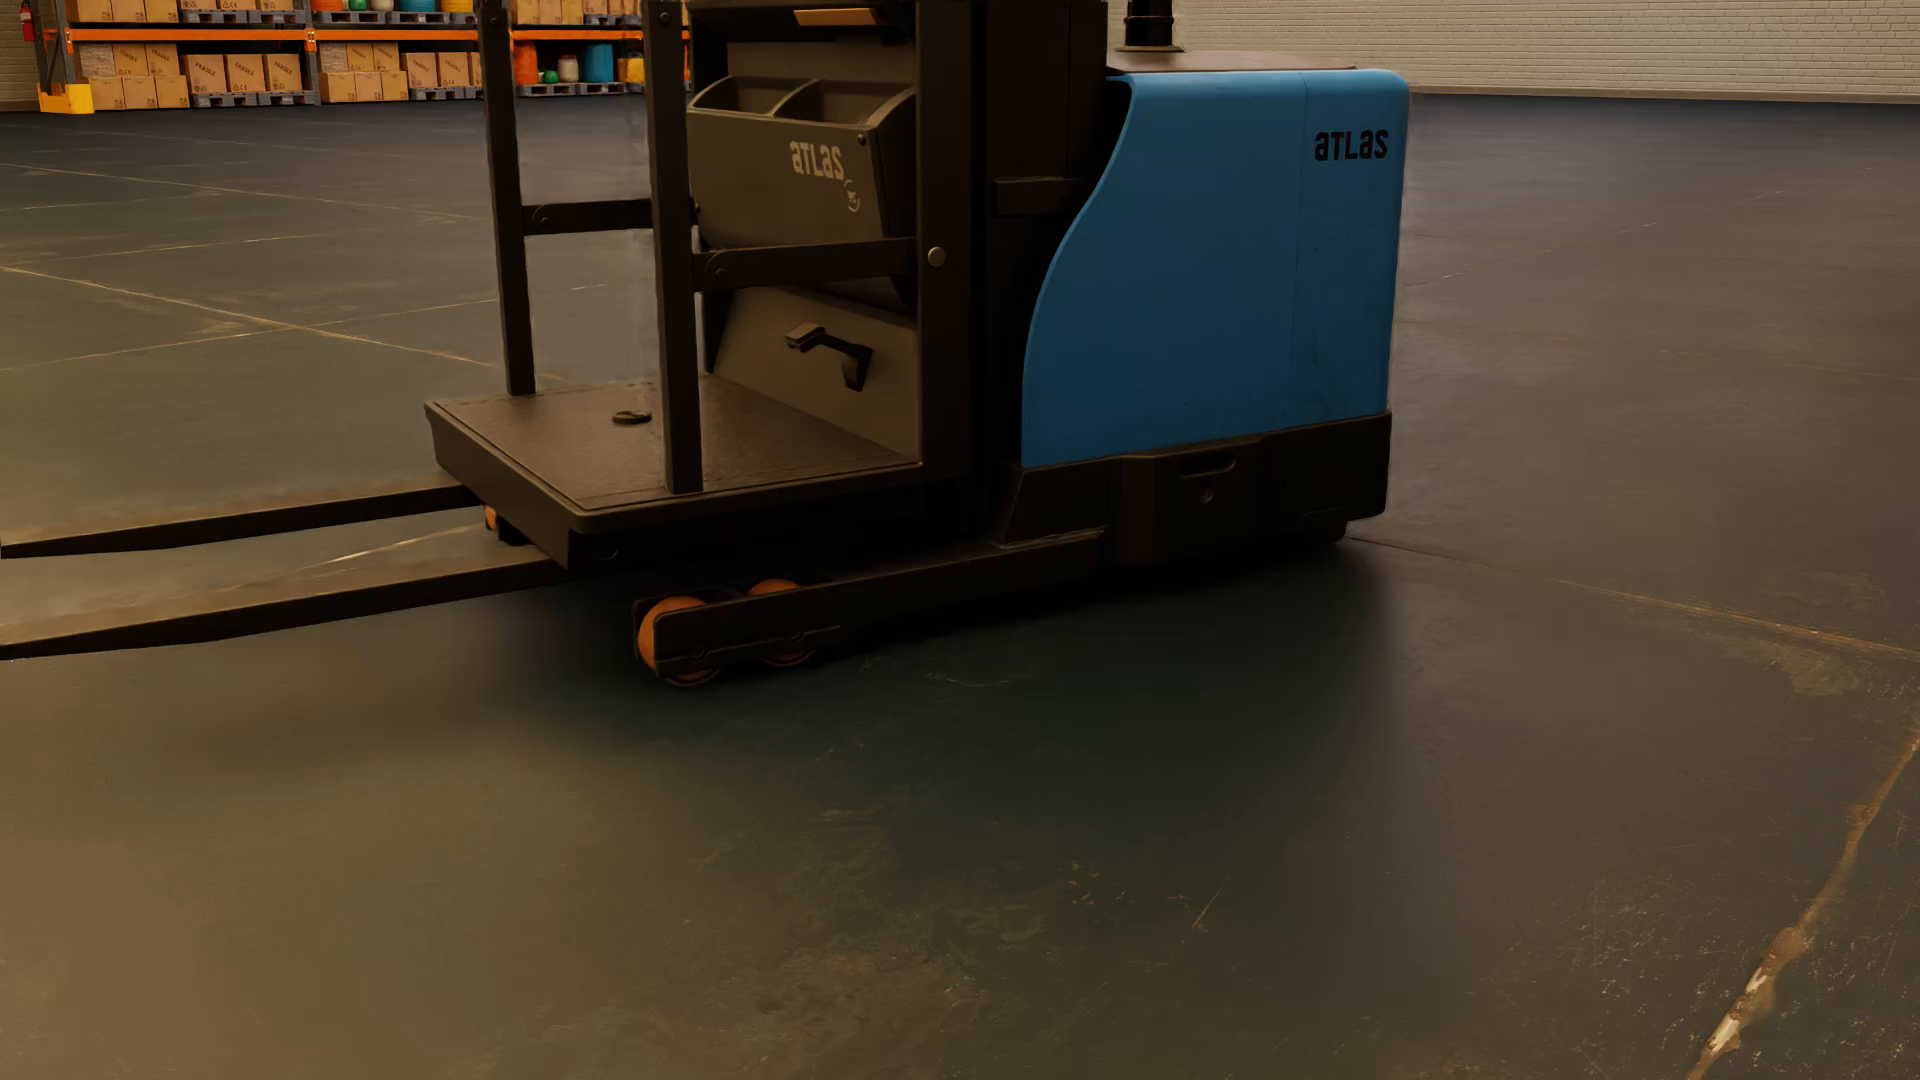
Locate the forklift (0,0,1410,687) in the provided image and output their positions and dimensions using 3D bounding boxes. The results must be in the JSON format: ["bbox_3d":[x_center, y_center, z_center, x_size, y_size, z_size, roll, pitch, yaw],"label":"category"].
[{"bbox_3d":[-0.521,-1.307,3.202,3.031,2.935,1.130,-10,19,-29],"label":"forklift"}]
